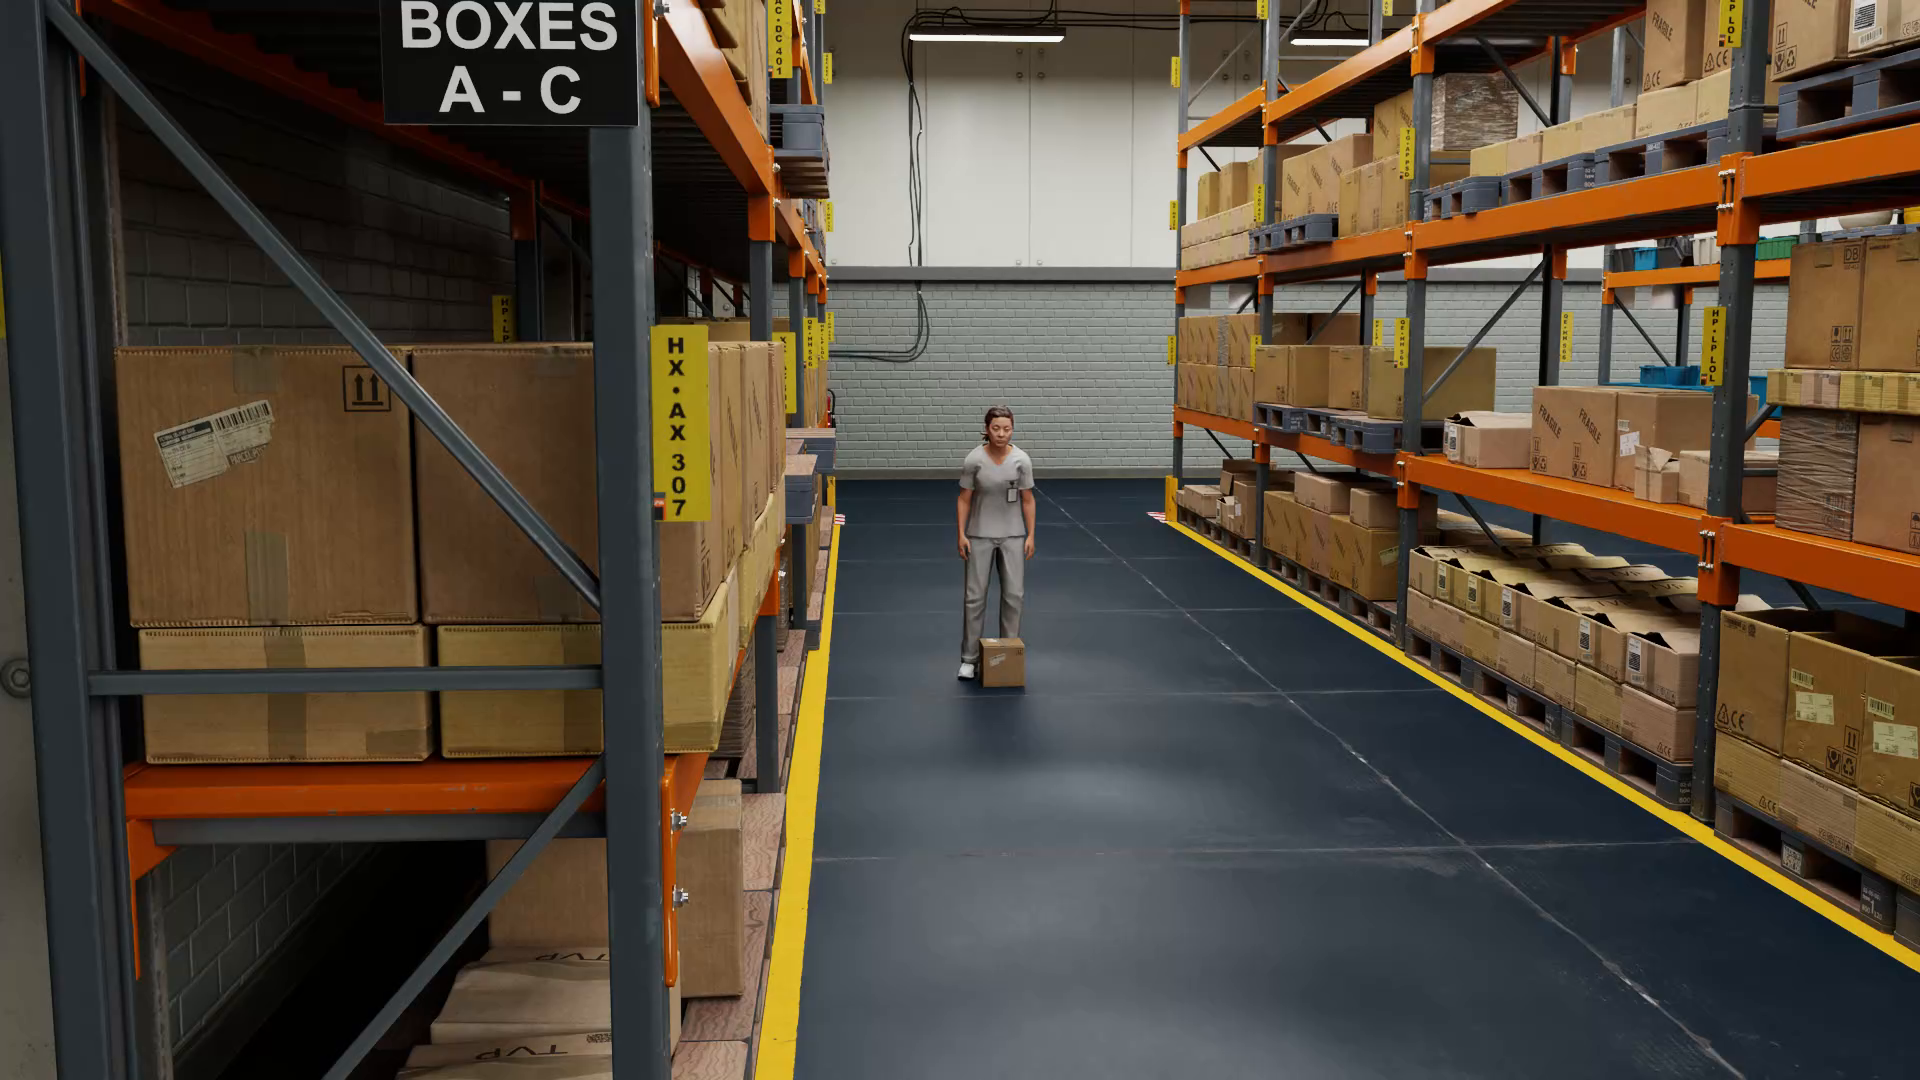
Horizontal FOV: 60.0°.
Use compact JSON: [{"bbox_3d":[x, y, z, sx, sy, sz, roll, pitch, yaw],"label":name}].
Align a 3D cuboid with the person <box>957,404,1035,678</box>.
[{"bbox_3d":[0.225,0.007,10.197,0.486,1.673,0.404,0,7,-4],"label":"person"}]
